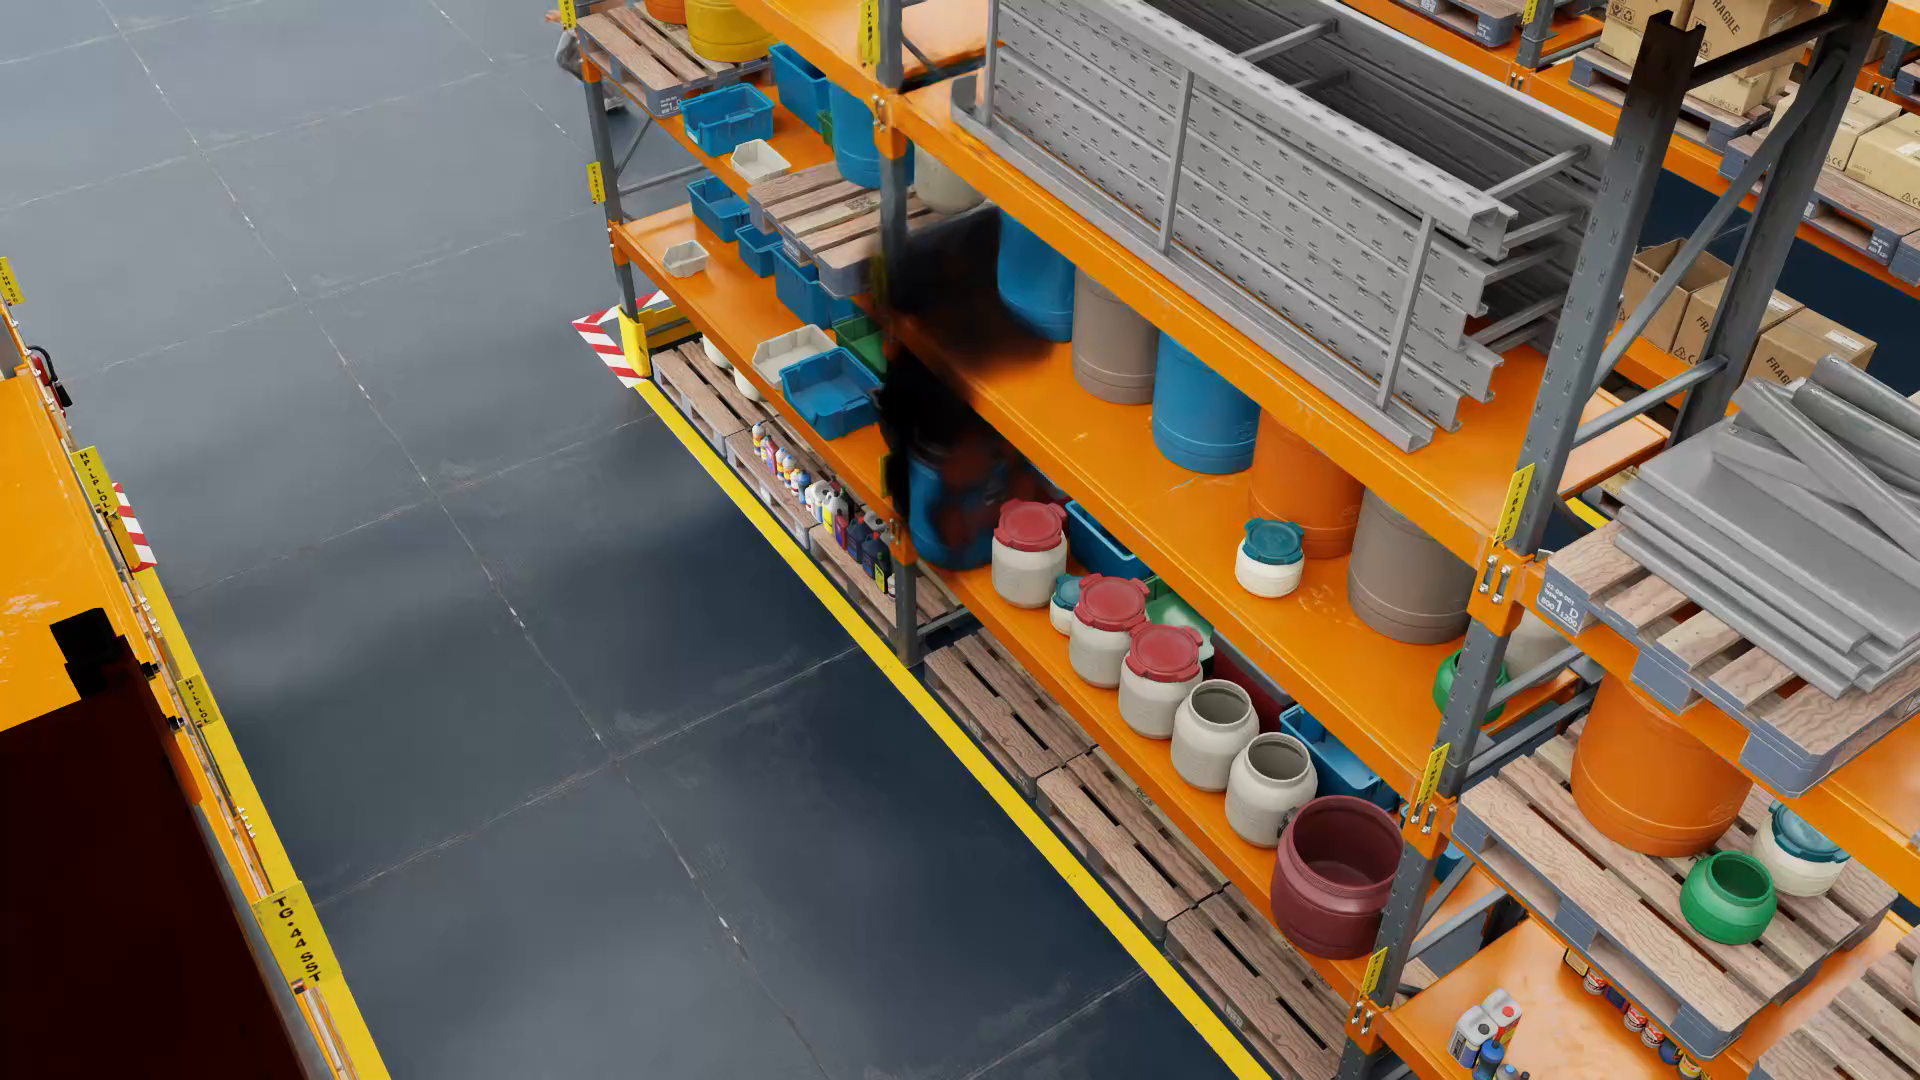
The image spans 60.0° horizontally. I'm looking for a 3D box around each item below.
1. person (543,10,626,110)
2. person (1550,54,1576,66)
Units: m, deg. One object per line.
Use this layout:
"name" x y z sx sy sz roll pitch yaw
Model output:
"person" -3.600 -4.855 15.742 0.675 1.752 0.634 -14 44 -15
"person" 5.109 -3.641 14.417 0.742 1.756 0.666 30 50 28
